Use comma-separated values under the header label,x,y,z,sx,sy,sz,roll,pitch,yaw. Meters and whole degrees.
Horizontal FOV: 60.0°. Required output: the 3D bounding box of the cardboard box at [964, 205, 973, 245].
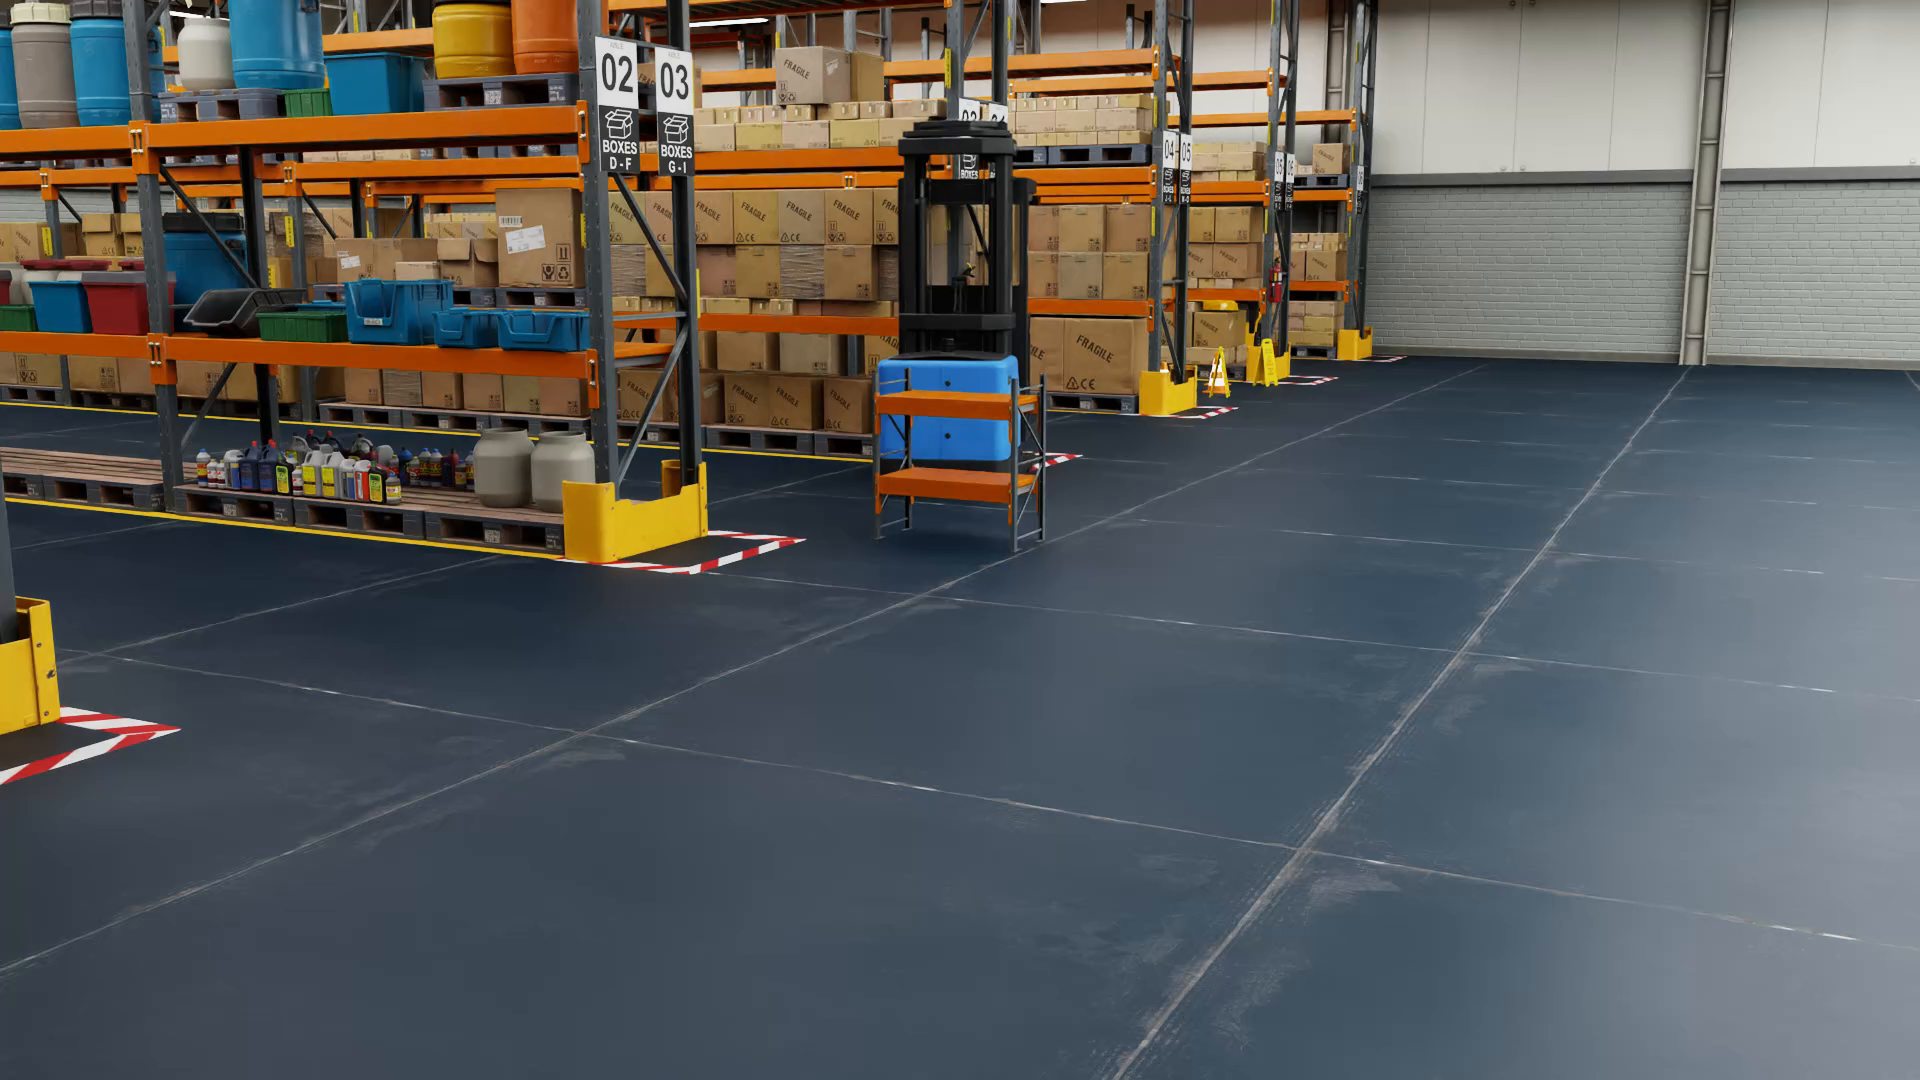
label,x,y,z,sx,sy,sz,roll,pitch,yaw
cardboard box,-0.213,-3.001,15.467,0.500,0.500,0.500,5,11,26

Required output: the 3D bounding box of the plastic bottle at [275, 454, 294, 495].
label,x,y,z,sx,sy,sz,roll,pitch,yaw
plastic bottle,-4.780,-0.466,11.776,0.133,0.283,0.061,6,12,28

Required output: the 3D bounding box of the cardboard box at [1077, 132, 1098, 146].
label,x,y,z,sx,sy,sz,roll,pitch,yaw
cardboard box,1.541,-4.631,19.220,0.250,0.149,0.380,5,11,27

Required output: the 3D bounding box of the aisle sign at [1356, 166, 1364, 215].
label,x,y,z,sx,sy,sz,roll,pitch,yaw
aisle sign,6.667,-5.830,27.719,0.004,0.787,0.394,5,11,26

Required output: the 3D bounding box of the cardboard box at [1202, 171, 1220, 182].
label,x,y,z,sx,sy,sz,roll,pitch,yaw
cardboard box,3.640,-5.186,23.745,0.250,0.149,0.380,5,12,28

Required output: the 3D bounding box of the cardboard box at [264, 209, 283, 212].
label,x,y,z,sx,sy,sz,roll,pitch,yaw
cardboard box,-10.248,-4.759,25.177,0.500,0.500,0.500,5,11,24

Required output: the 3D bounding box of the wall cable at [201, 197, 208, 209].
label,x,y,z,sx,sy,sz,roll,pitch,yaw
wall cable,-14.871,-6.026,33.164,0.123,1.953,0.585,5,11,26

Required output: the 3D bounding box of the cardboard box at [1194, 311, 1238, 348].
label,x,y,z,sx,sy,sz,roll,pitch,yaw
cardboard box,3.711,-3.054,24.116,0.500,0.500,0.500,5,11,26

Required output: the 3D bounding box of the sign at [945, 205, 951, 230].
label,x,y,z,sx,sy,sz,roll,pitch,yaw
sign,-0.104,-2.865,14.499,0.005,0.325,0.100,5,11,26

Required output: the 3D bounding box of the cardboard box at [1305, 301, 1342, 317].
label,x,y,z,sx,sy,sz,roll,pitch,yaw
cardboard box,6.187,-3.935,28.282,0.500,0.250,0.500,5,12,28

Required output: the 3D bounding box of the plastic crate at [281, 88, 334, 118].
label,x,y,z,sx,sy,sz,roll,pitch,yaw
plastic crate,-4.324,-2.955,11.307,0.450,0.188,0.336,5,11,26

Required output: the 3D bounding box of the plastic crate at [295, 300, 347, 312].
label,x,y,z,sx,sy,sz,roll,pitch,yaw
plastic crate,-4.506,-1.634,12.253,0.616,0.251,0.499,5,11,26

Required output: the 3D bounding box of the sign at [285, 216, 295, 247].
label,x,y,z,sx,sy,sz,roll,pitch,yaw
sign,-7.257,-3.338,18.000,0.005,0.325,0.100,5,11,26

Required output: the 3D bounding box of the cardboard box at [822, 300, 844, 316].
label,x,y,z,sx,sy,sz,roll,pitch,yaw
cardboard box,-1.081,-2.172,15.516,0.250,0.149,0.380,5,11,26

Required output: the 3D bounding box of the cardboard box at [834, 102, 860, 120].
label,x,y,z,sx,sy,sz,roll,pitch,yaw
cardboard box,-0.938,-3.857,14.995,0.250,0.149,0.380,5,11,26

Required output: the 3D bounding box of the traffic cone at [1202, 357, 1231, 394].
label,x,y,z,sx,sy,sz,roll,pitch,yaw
traffic cone,3.402,-2.185,22.004,0.334,0.463,0.336,5,11,26

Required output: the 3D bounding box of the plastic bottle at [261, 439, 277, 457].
label,x,y,z,sx,sy,sz,roll,pitch,yaw
plastic bottle,-5.015,-0.557,12.088,0.185,0.351,0.144,5,11,26

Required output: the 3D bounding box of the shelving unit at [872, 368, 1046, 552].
label,x,y,z,sx,sy,sz,roll,pitch,yaw
shelving unit,-0.006,-0.554,11.133,1.048,1.125,0.538,5,11,26

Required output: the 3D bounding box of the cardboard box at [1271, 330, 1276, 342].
label,x,y,z,sx,sy,sz,roll,pitch,yaw
cardboard box,5.290,-3.524,28.822,0.500,0.250,0.500,5,11,26

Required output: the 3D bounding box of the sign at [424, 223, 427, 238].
label,x,y,z,sx,sy,sz,roll,pitch,yaw
sign,-8.074,-4.615,25.057,0.005,0.325,0.100,5,11,26

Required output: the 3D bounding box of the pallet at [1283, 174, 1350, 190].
label,x,y,z,sx,sy,sz,roll,pitch,yaw
pallet,6.115,-6.095,28.310,1.213,0.211,1.003,5,11,26

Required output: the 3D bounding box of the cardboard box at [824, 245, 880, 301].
label,x,y,z,sx,sy,sz,roll,pitch,yaw
cardboard box,-0.823,-2.490,15.451,0.500,0.500,0.875,5,11,26

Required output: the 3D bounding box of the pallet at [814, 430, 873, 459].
label,x,y,z,sx,sy,sz,roll,pitch,yaw
pallet,-0.621,-0.930,15.778,1.213,0.211,1.003,5,11,26

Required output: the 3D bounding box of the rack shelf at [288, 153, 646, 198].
label,x,y,z,sx,sy,sz,roll,pitch,yaw
rack shelf,-5.221,-3.822,17.521,4.000,0.370,1.077,5,11,26

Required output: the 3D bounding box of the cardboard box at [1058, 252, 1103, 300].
label,x,y,z,sx,sy,sz,roll,pitch,yaw
cardboard box,1.589,-3.147,19.773,0.550,0.550,0.875,5,11,26

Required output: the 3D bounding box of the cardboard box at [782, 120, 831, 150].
label,x,y,z,sx,sy,sz,roll,pitch,yaw
cardboard box,-1.290,-3.707,15.289,0.500,0.250,0.500,5,12,27

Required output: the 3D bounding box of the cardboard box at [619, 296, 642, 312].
label,x,y,z,sx,sy,sz,roll,pitch,yaw
cardboard box,-3.149,-2.332,16.396,0.250,0.149,0.380,5,11,26

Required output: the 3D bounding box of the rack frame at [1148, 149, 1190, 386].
label,x,y,z,sx,sy,sz,roll,pitch,yaw
rack frame,2.445,-3.011,19.444,0.127,3.000,1.000,5,11,26

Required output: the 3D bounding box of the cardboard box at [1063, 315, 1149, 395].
label,x,y,z,sx,sy,sz,roll,pitch,yaw
cardboard box,1.808,-2.215,19.833,0.875,0.875,0.875,5,11,26

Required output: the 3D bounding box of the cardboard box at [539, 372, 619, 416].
label,x,y,z,sx,sy,sz,roll,pitch,yaw
cardboard box,-3.968,-1.580,17.323,0.500,0.500,0.700,4,11,21

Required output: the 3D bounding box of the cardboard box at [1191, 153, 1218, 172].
label,x,y,z,sx,sy,sz,roll,pitch,yaw
cardboard box,3.522,-5.397,23.793,0.500,0.250,0.500,5,11,25

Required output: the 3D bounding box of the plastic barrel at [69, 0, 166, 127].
label,x,y,z,sx,sy,sz,roll,pitch,yaw
plastic barrel,-6.171,-3.479,12.200,0.708,0.901,0.600,5,11,26

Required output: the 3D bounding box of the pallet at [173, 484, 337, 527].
label,x,y,z,sx,sy,sz,roll,pitch,yaw
pallet,-5.035,-0.319,12.401,1.213,0.211,1.003,5,11,26

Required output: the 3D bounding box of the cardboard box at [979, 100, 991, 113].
label,x,y,z,sx,sy,sz,roll,pitch,yaw
cardboard box,0.398,-5.124,19.703,0.250,0.149,0.380,5,11,26

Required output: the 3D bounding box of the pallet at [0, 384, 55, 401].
label,x,y,z,sx,sy,sz,roll,pitch,yaw
pallet,-12.347,-1.969,21.515,1.213,0.211,1.003,5,11,26

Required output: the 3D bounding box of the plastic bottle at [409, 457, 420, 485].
label,x,y,z,sx,sy,sz,roll,pitch,yaw
plastic bottle,-4.006,-0.511,12.251,0.097,0.201,0.097,0,10,0

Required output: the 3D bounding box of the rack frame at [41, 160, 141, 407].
label,x,y,z,sx,sy,sz,roll,pitch,yaw
rack frame,-10.602,-3.172,20.336,0.127,3.000,1.000,5,11,26

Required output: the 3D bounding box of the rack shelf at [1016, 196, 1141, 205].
label,x,y,z,sx,sy,sz,roll,pitch,yaw
rack shelf,1.357,-6.197,30.647,4.000,0.370,1.077,5,11,26

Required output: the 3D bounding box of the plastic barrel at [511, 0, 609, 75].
label,x,y,z,sx,sy,sz,roll,pitch,yaw
plastic barrel,-2.524,-3.348,10.497,0.708,0.830,0.600,5,11,26

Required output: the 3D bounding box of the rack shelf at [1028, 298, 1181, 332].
label,x,y,z,sx,sy,sz,roll,pitch,yaw
rack shelf,0.652,-2.815,20.379,4.000,0.370,1.077,5,11,26

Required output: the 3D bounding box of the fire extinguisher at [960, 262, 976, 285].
label,x,y,z,sx,sy,sz,roll,pitch,yaw
fire extinguisher,0.059,-2.106,14.662,0.183,0.674,0.296,5,11,26

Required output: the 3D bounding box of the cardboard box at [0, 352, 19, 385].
label,x,y,z,sx,sy,sz,roll,pitch,yaw
cardboard box,-11.965,-2.469,21.238,0.875,0.875,0.875,5,11,26

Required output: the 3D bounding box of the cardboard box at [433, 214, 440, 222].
label,x,y,z,sx,sy,sz,roll,pitch,yaw
cardboard box,-9.341,-5.849,30.217,0.250,0.149,0.380,5,12,27

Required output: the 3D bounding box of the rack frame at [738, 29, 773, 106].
label,x,y,z,sx,sy,sz,roll,pitch,yaw
rack frame,-4.024,-8.500,32.929,0.127,3.000,1.000,5,11,26

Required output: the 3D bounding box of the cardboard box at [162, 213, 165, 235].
label,x,y,z,sx,sy,sz,roll,pitch,yaw
cardboard box,-8.850,-3.564,19.401,0.637,0.503,0.797,5,12,28

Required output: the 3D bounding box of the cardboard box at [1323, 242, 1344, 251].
label,x,y,z,sx,sy,sz,roll,pitch,yaw
cardboard box,6.303,-4.954,28.075,0.250,0.149,0.380,5,11,27

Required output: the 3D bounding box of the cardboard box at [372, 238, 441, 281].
label,x,y,z,sx,sy,sz,roll,pitch,yaw
cardboard box,-5.968,-3.049,18.194,0.500,0.500,0.700,7,12,34

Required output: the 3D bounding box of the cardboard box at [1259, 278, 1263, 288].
label,x,y,z,sx,sy,sz,roll,pitch,yaw
cardboard box,4.332,-3.746,24.209,0.250,0.149,0.380,5,11,26

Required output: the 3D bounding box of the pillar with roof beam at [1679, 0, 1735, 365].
label,x,y,z,sx,sy,sz,roll,pitch,yaw
pillar with roof beam,9.988,-6.593,22.391,0.400,9.000,9.100,5,11,26

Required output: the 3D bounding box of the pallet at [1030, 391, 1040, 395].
label,x,y,z,sx,sy,sz,roll,pitch,yaw
pallet,0.603,-1.786,20.504,1.213,0.211,1.003,5,11,26

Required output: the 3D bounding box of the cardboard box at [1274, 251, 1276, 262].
label,x,y,z,sx,sy,sz,roll,pitch,yaw
cardboard box,5.259,-4.731,28.669,0.500,0.500,0.500,5,11,25

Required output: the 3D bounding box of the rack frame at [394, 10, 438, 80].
label,x,y,z,sx,sy,sz,roll,pitch,yaw
rack frame,-9.804,-8.022,30.288,0.127,3.000,1.000,5,11,26

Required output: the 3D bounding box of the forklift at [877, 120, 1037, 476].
label,x,y,z,sx,sy,sz,roll,pitch,yaw
forklift,0.063,-2.024,14.186,1.130,2.935,3.031,1,10,8

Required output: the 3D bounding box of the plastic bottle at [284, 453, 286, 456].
label,x,y,z,sx,sy,sz,roll,pitch,yaw
plastic bottle,-5.156,-0.612,12.809,0.097,0.201,0.097,0,10,0

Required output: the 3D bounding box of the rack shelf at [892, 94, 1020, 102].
label,x,y,z,sx,sy,sz,roll,pitch,yaw
rack shelf,-0.836,-6.684,26.034,4.000,0.370,1.077,5,11,26
